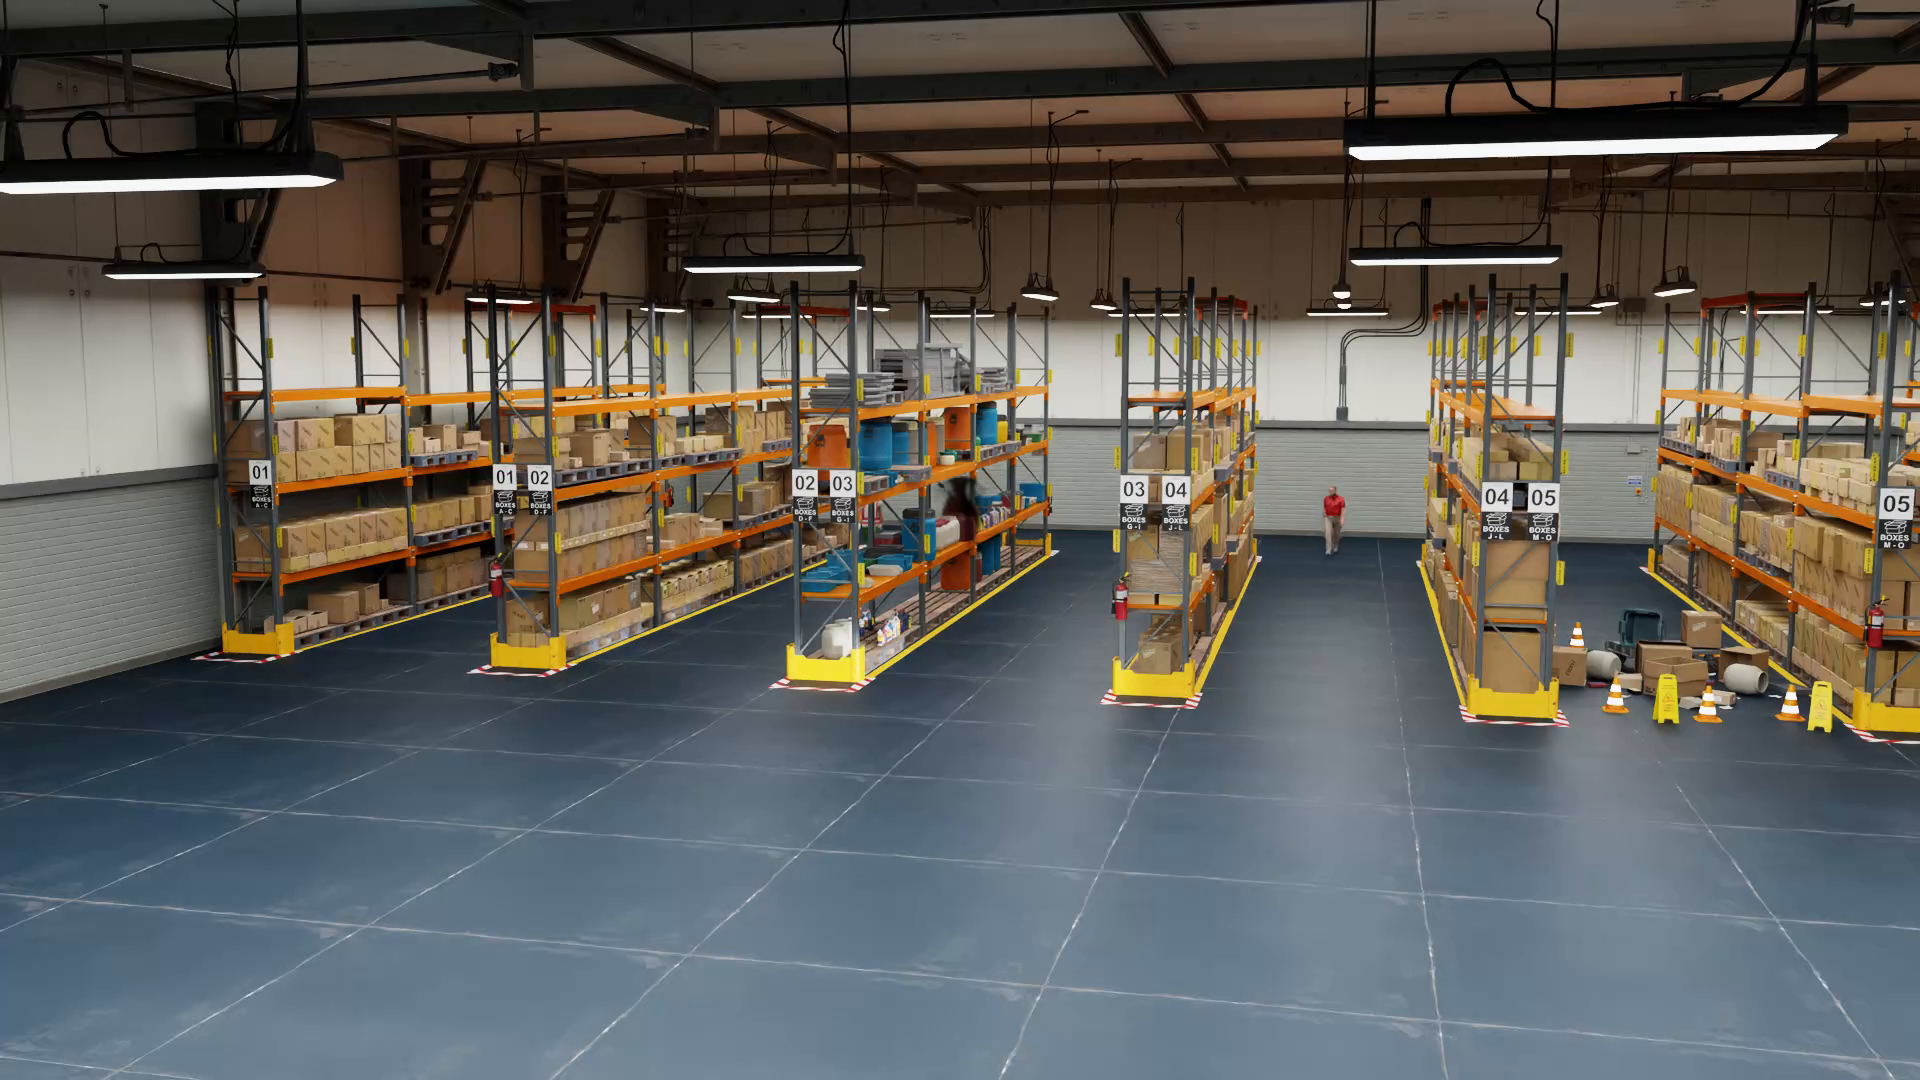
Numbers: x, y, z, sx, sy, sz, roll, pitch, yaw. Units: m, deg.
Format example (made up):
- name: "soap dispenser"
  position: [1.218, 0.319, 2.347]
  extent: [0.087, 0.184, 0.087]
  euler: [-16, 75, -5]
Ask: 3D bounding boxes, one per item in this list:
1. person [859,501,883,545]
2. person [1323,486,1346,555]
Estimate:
- name: "person"
  position: [-1.984, -0.298, 36.130]
  extent: [0.512, 1.735, 0.959]
  euler: [2, 7, 18]
- name: "person"
  position: [9.084, -0.481, 40.374]
  extent: [0.528, 1.672, 1.060]
  euler: [1, 7, 10]
